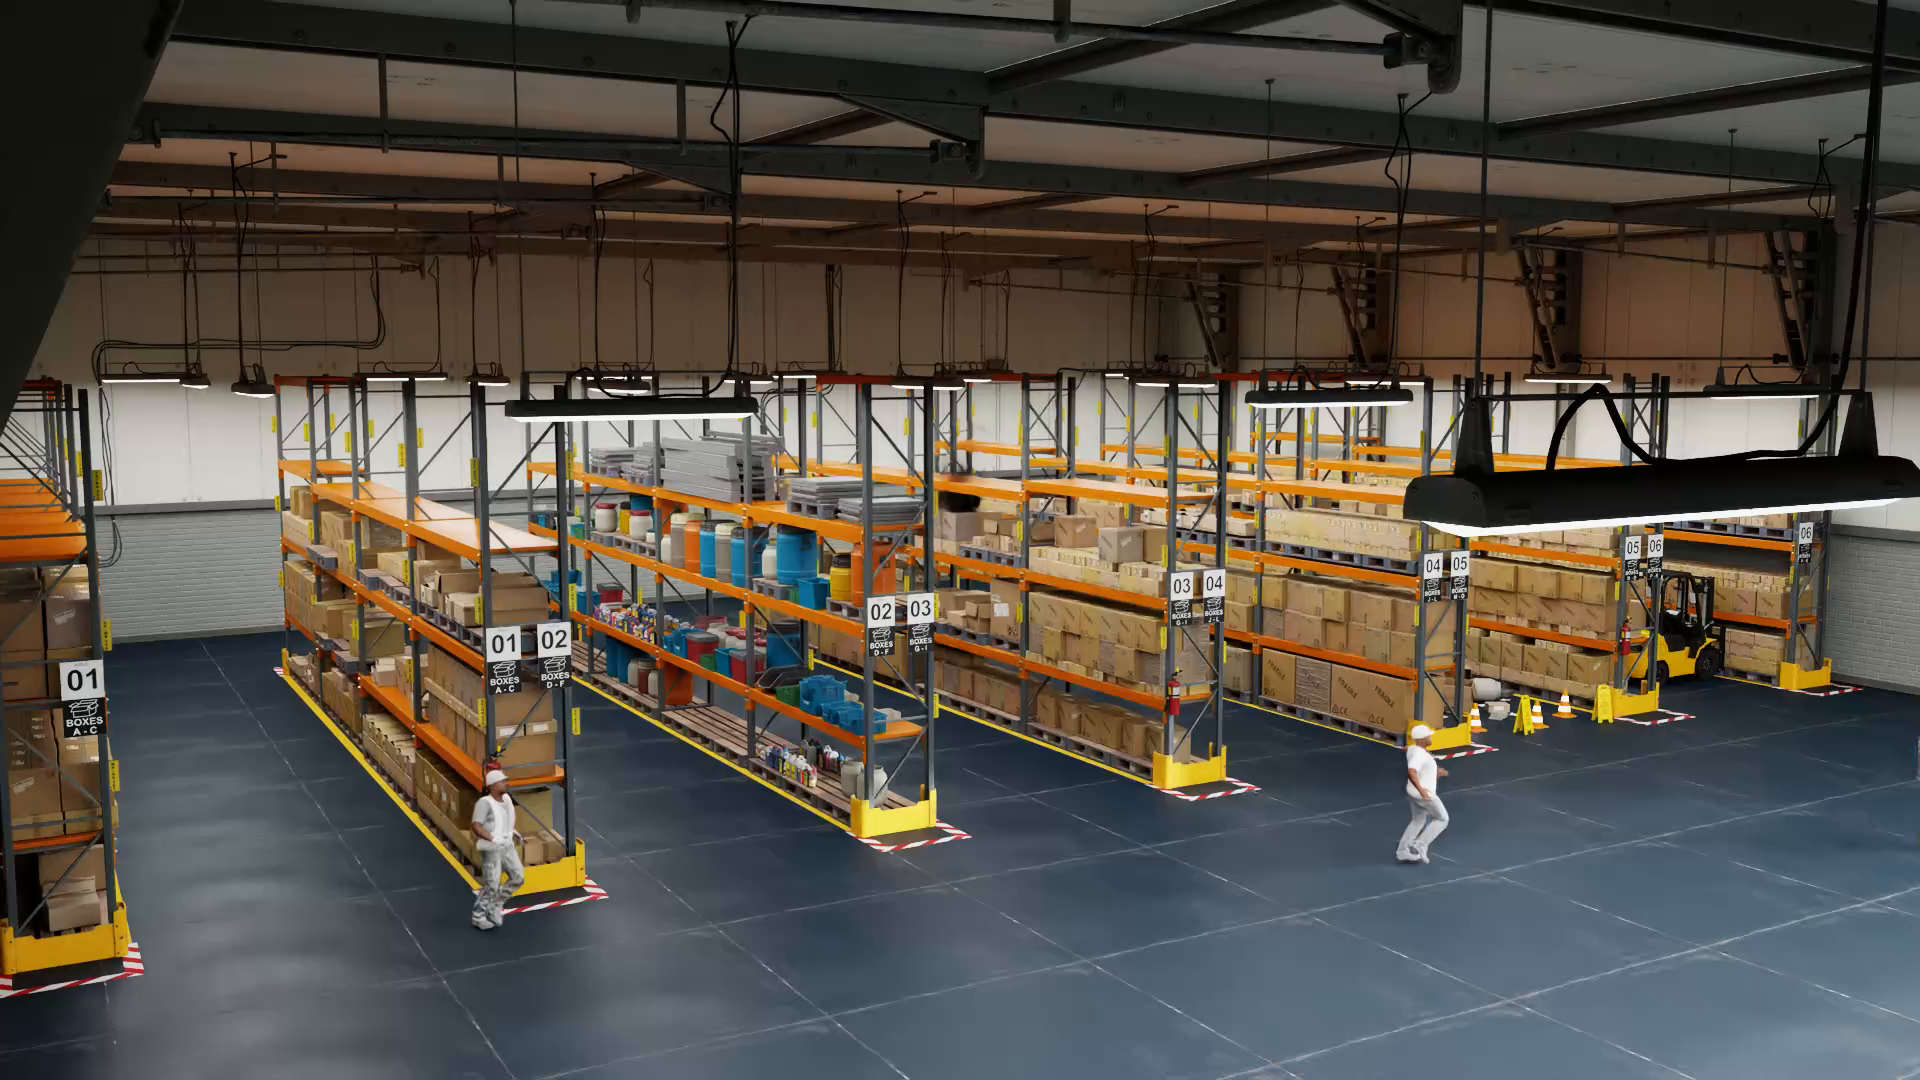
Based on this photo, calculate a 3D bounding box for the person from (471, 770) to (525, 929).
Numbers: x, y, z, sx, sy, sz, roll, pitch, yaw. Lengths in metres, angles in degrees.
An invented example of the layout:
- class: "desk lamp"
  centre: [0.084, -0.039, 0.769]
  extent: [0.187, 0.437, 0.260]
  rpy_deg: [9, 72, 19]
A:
- class: "person"
  centre: [-5.119, 3.433, 18.548]
  extent: [0.558, 1.735, 0.760]
  rpy_deg: [3, 7, 22]

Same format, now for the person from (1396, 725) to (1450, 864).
- class: "person"
  centre: [5.821, 3.177, 20.818]
  extent: [0.673, 1.742, 0.676]
  rpy_deg: [0, 6, -4]

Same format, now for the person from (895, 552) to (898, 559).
- class: "person"
  centre: [-1.650, 1.130, 40.194]
  extent: [0.618, 1.673, 0.705]
  rpy_deg: [2, 7, 22]
